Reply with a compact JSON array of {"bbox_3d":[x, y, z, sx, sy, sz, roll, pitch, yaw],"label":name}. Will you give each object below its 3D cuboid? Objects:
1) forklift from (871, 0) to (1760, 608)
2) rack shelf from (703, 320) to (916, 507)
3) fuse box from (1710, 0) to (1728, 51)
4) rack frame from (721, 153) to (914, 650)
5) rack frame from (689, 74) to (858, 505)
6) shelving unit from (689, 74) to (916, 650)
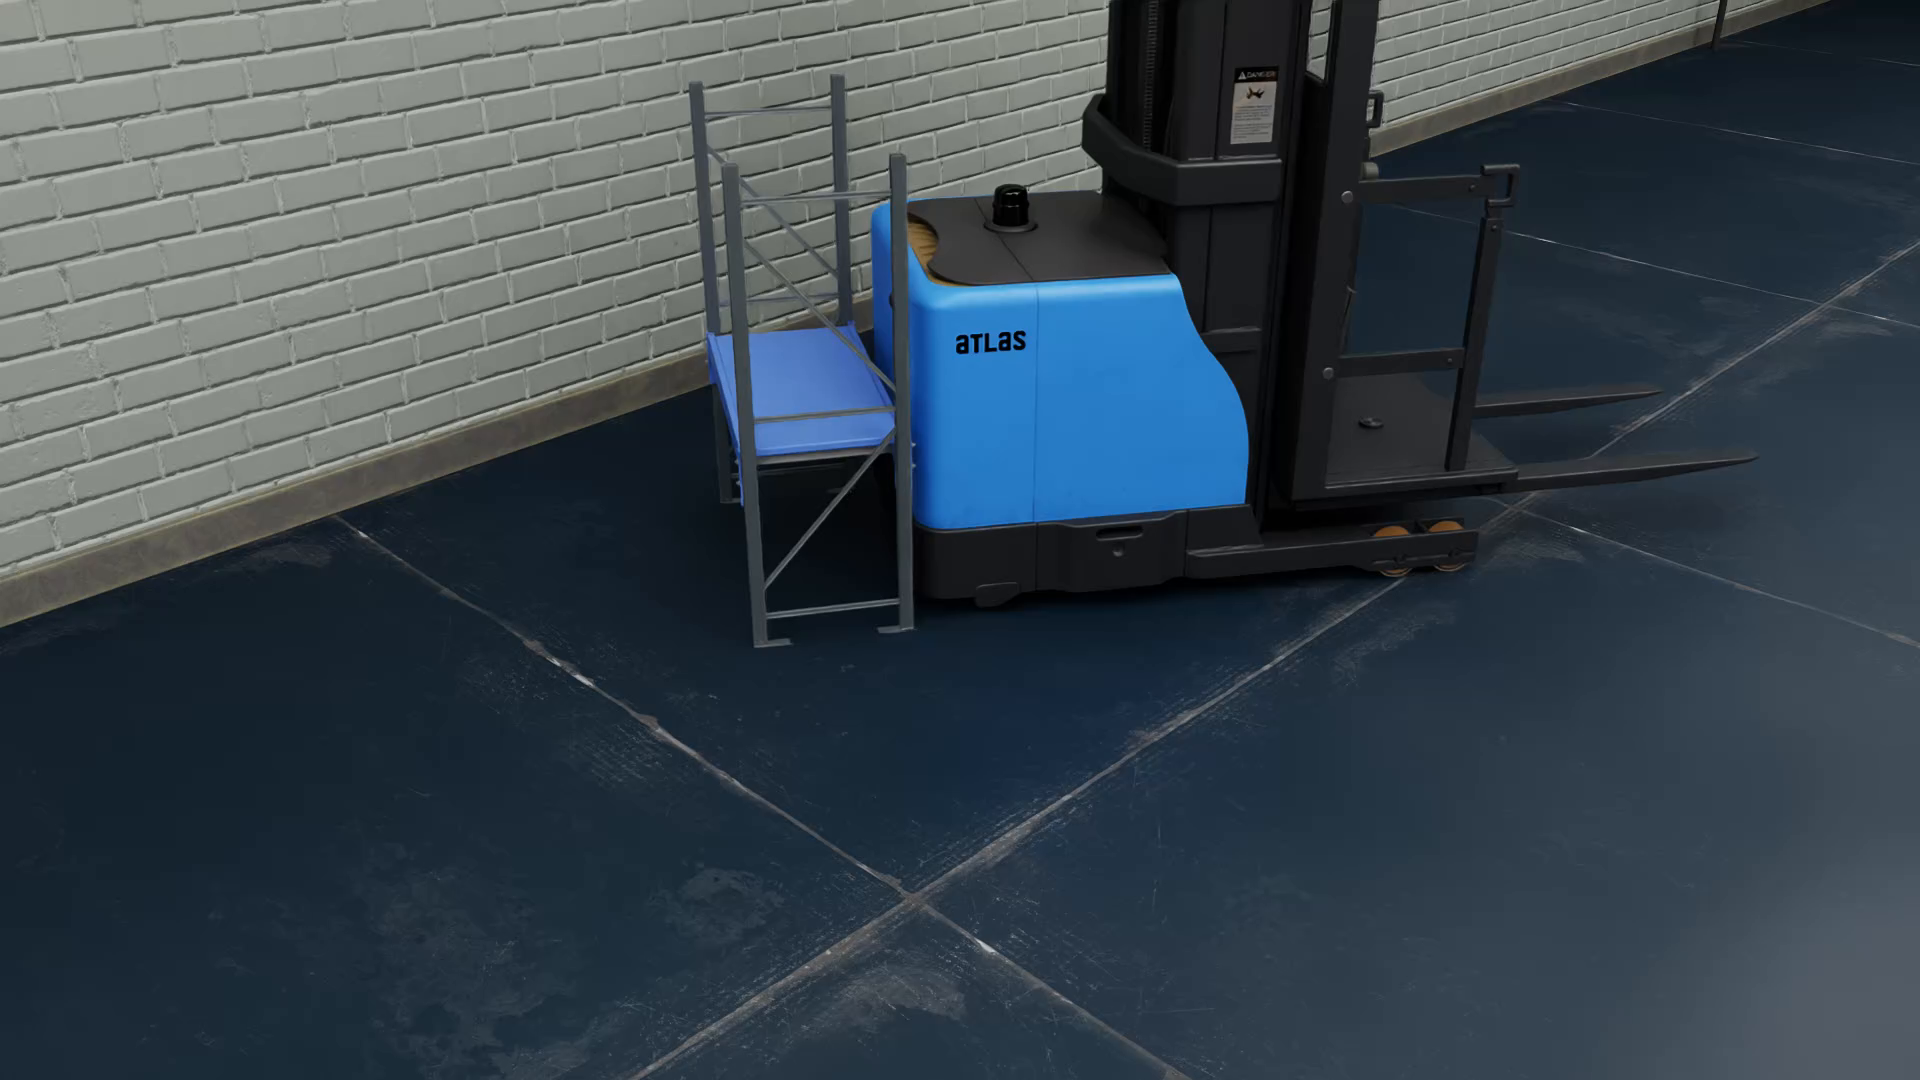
[{"bbox_3d":[1.255,-1.411,5.283,3.031,2.935,1.130,-5,28,-10],"label":"forklift"},{"bbox_3d":[-0.506,-0.432,5.346,0.538,0.185,1.000,-6,28,-11],"label":"rack shelf"},{"bbox_3d":[5.972,-4.616,12.690,0.414,1.711,0.539,25,36,38],"label":"fuse box"},{"bbox_3d":[-0.392,-0.360,4.824,0.500,1.500,0.032,-6,28,-11],"label":"rack frame"},{"bbox_3d":[-0.620,-0.821,5.700,0.500,1.500,0.032,-6,28,-11],"label":"rack frame"},{"bbox_3d":[-0.506,-0.591,5.262,0.538,1.500,1.048,-6,28,-11],"label":"shelving unit"}]
